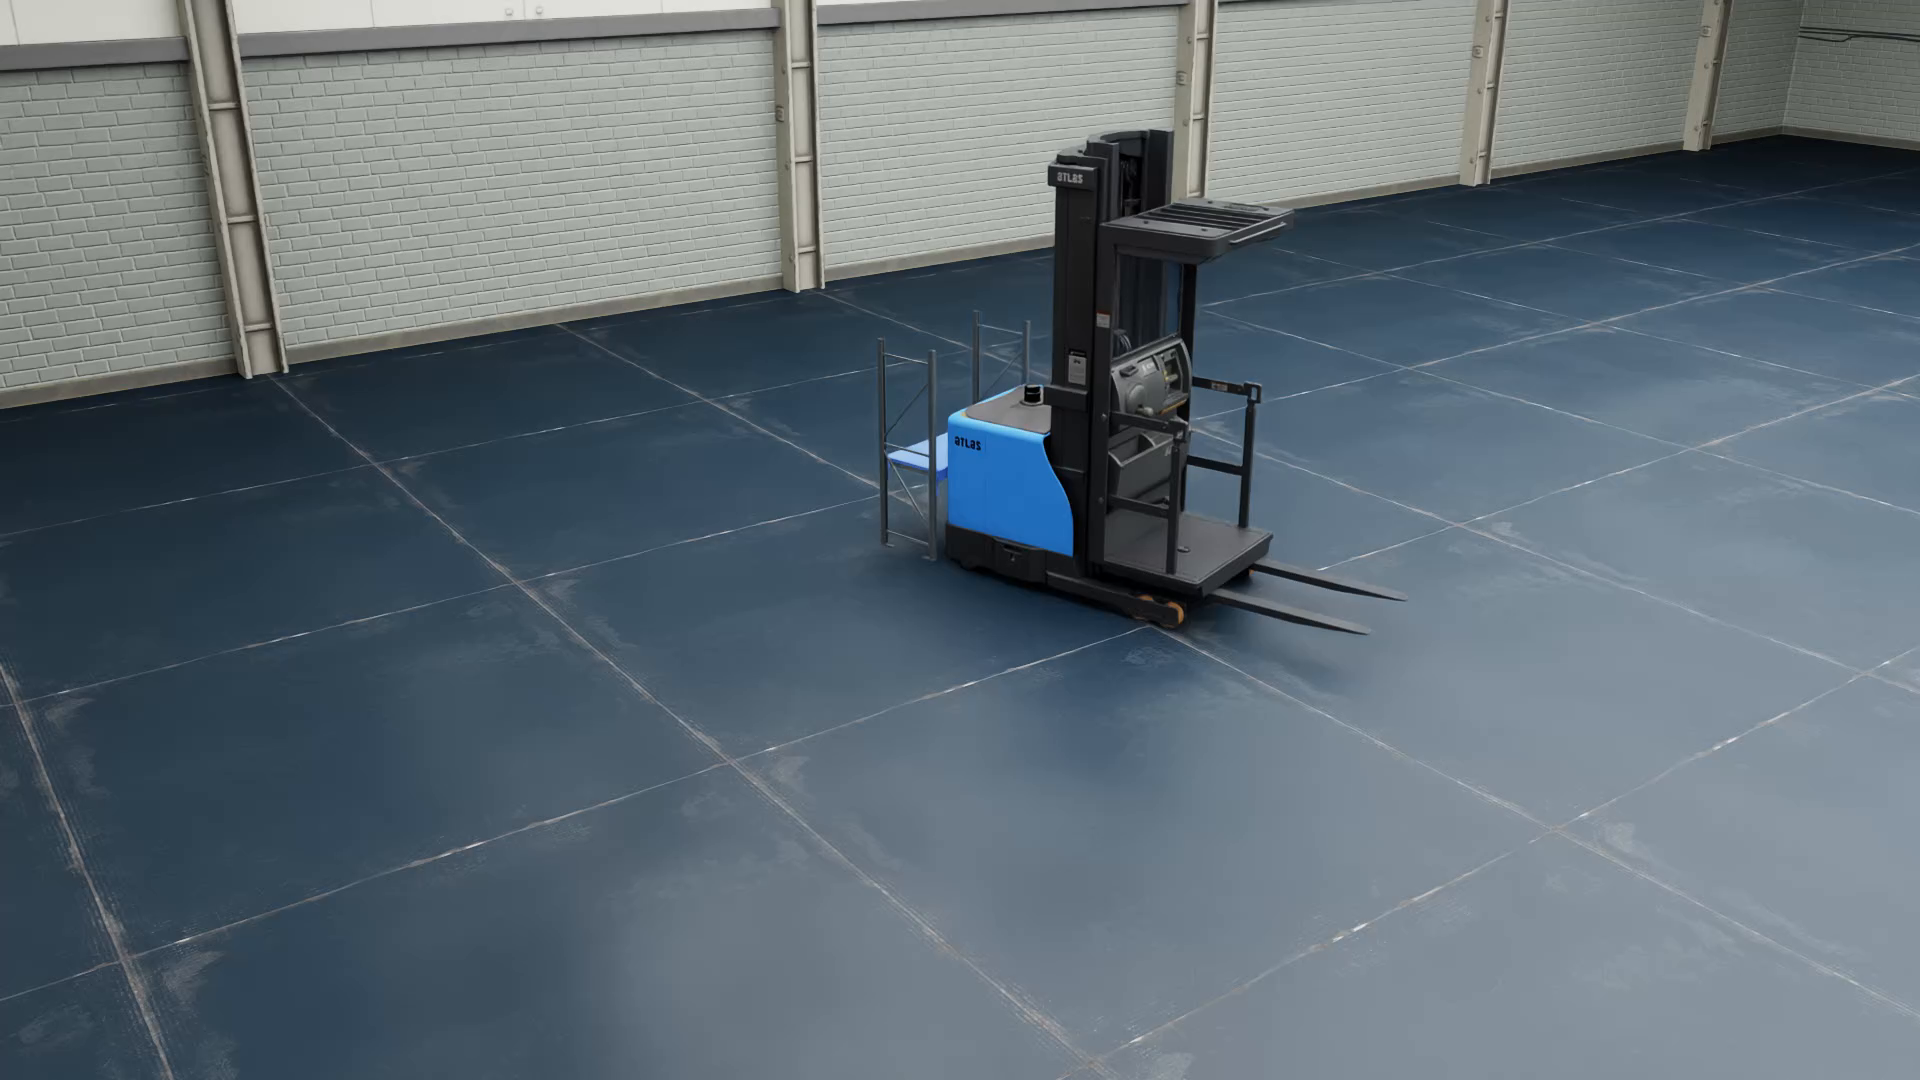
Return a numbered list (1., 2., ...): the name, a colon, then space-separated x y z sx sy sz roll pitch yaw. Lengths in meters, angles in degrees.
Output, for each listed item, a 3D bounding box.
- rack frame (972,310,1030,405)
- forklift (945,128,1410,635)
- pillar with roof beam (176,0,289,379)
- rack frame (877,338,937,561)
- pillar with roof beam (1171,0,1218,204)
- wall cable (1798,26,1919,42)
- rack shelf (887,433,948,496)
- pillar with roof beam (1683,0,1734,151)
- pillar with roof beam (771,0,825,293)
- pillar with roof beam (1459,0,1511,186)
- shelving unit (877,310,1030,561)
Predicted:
1. rack frame: 0.292 -0.901 12.132 0.500 1.500 0.032 17 27 37
2. forklift: 1.393 -1.023 10.507 3.031 2.935 1.130 15 26 33
3. pillar with roof beam: -4.160 -4.495 11.020 0.400 9.000 9.100 -15 26 -33
4. rack frame: -0.360 -0.612 11.407 0.500 1.500 0.032 17 27 37
5. pillar with roof beam: 5.581 -7.093 17.529 0.400 9.000 9.100 -15 26 -33
6. wall cable: 15.972 -9.783 28.461 0.112 2.526 3.097 -15 26 -33
7. rack shelf: -0.034 -0.590 11.836 0.538 0.185 1.000 17 27 37
8. pillar with roof beam: 15.322 -9.690 24.038 0.400 9.000 9.100 -15 26 -33
9. pillar with roof beam: 0.711 -5.794 14.275 0.400 9.000 9.100 -15 26 -33
10. pillar with roof beam: 10.452 -8.391 20.784 0.400 9.000 9.100 -15 26 -33
11. shelving unit: -0.034 -0.757 11.769 0.538 1.500 1.048 17 27 37
